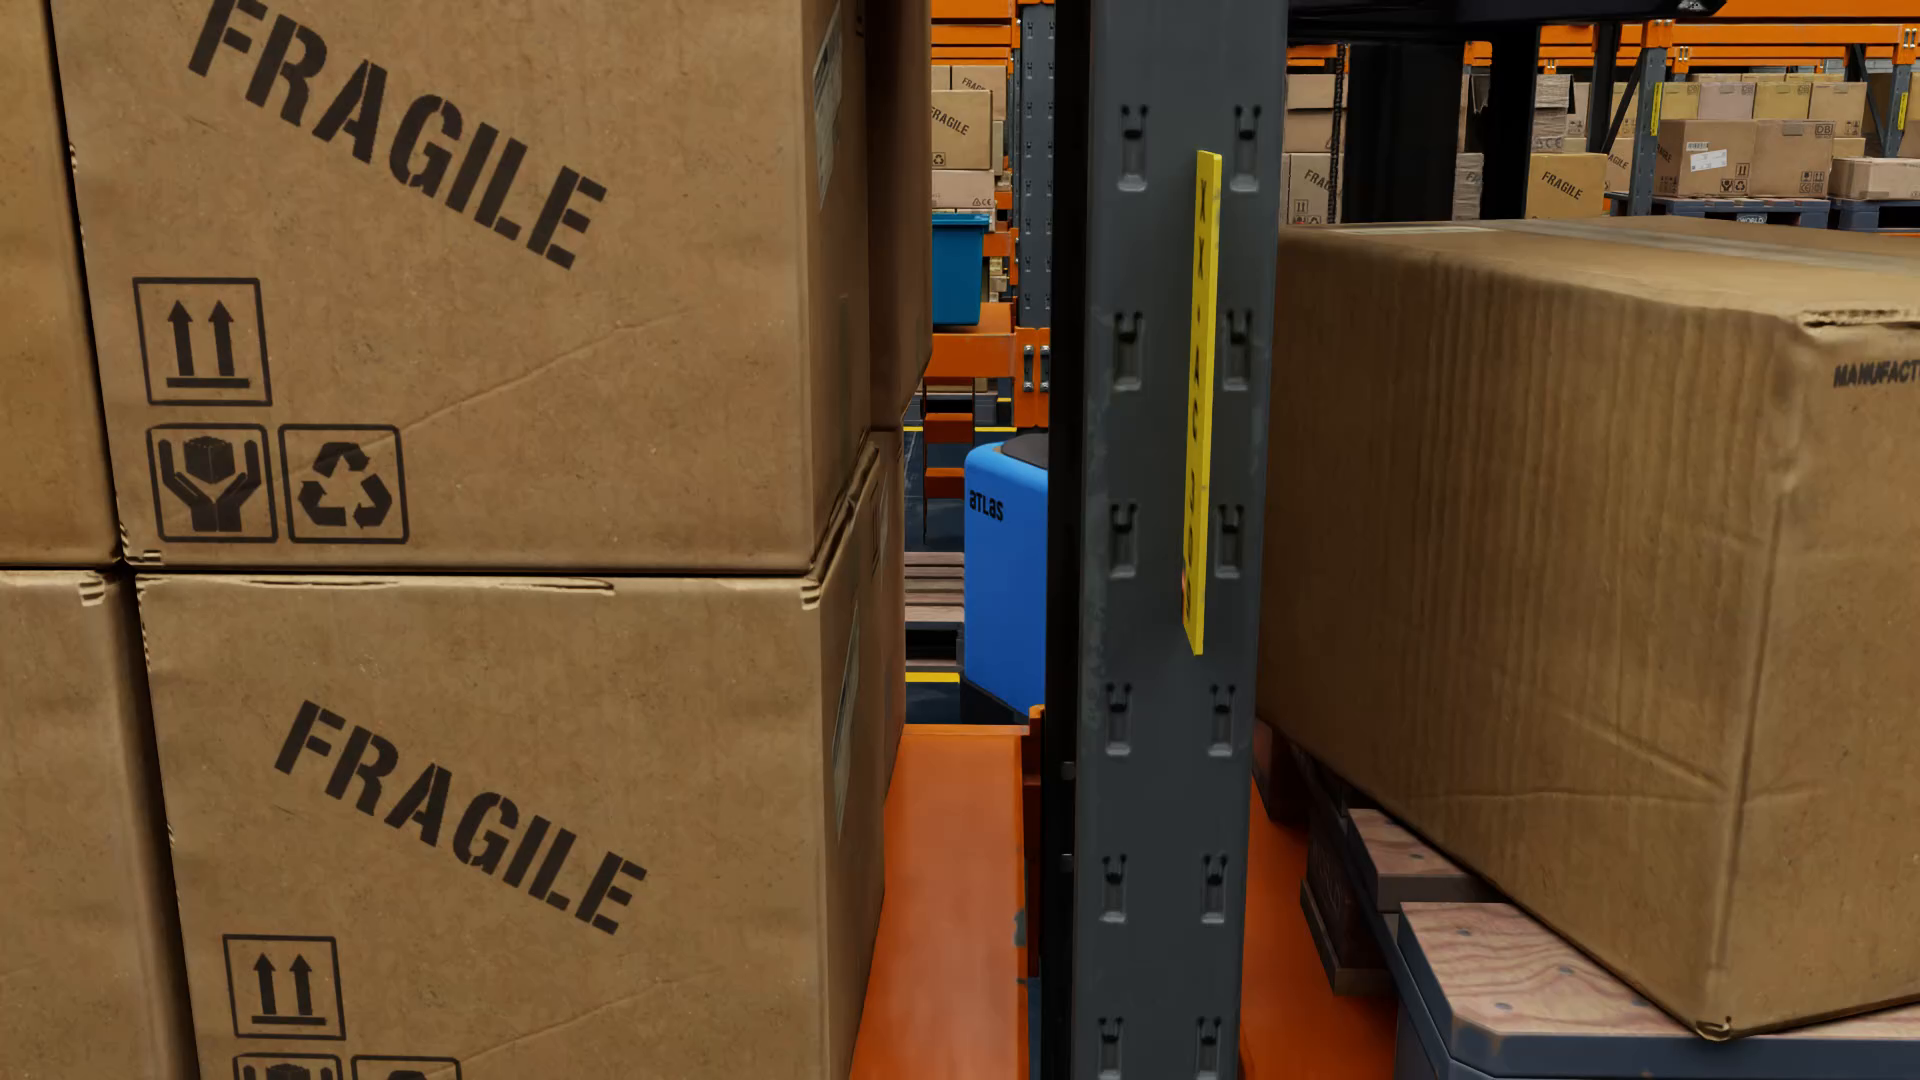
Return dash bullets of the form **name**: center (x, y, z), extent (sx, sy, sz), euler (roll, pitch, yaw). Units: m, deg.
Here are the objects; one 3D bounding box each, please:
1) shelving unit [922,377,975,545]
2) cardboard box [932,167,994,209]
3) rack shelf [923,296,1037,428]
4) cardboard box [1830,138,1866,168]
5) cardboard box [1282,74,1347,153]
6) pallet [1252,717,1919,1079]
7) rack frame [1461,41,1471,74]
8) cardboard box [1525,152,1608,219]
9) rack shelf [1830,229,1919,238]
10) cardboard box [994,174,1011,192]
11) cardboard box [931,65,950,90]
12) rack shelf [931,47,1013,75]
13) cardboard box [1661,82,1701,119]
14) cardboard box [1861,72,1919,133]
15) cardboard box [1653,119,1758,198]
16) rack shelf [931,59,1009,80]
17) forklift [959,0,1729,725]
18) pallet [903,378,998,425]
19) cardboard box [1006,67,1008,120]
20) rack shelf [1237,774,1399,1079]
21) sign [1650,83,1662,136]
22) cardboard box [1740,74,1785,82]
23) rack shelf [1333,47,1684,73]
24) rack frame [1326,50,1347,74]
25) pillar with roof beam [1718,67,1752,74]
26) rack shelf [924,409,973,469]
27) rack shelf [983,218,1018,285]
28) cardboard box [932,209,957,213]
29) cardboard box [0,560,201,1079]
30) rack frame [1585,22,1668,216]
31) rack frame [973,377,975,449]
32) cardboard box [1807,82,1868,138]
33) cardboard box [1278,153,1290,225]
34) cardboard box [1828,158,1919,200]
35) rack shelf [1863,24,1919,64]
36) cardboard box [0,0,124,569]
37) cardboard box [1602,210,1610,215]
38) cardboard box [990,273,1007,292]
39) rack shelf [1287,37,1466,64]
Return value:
- **shelving unit**: center (-0.054, -0.508, 8.207), extent (0.252, 1.050, 0.215), euler (0, 15, 1)
- **cardboard box**: center (-0.026, -2.345, 11.059), extent (0.500, 0.250, 0.500), euler (0, 15, 0)
- **rack shelf**: center (-1.703, -0.740, 6.674), extent (4.000, 0.370, 1.077), euler (0, 15, 1)
- **cardboard box**: center (8.119, -3.533, 15.656), extent (0.500, 0.500, 0.500), euler (0, 15, 1)
- **cardboard box**: center (2.369, -2.861, 11.143), extent (0.637, 0.503, 0.797), euler (1, 15, 3)
- **pallet**: center (0.962, 0.315, 1.644), extent (1.213, 0.211, 1.003), euler (0, 15, 1)
- **rack frame**: center (4.649, -3.576, 16.013), extent (0.127, 3.000, 1.000), euler (0, 15, 1)
- **cardboard box**: center (3.922, -2.300, 10.981), extent (0.500, 0.500, 0.500), euler (1, 15, 3)
- **rack shelf**: center (6.421, -1.951, 11.264), extent (4.000, 0.370, 1.077), euler (0, 15, 1)
- **cardboard box**: center (0.359, -3.423, 15.925), extent (0.250, 0.149, 0.380), euler (0, 15, 1)
- **cardboard box**: center (-0.343, -4.214, 15.691), extent (0.500, 0.500, 0.500), euler (0, 15, 0)
- **rack shelf**: center (-1.324, -5.980, 20.658), extent (4.000, 0.370, 1.077), euler (0, 15, 1)
- **cardboard box**: center (6.627, -4.093, 15.818), extent (0.500, 0.500, 0.700), euler (0, 15, 1)
- **cardboard box**: center (9.016, -4.133, 15.715), extent (0.550, 0.550, 0.875), euler (0, 15, 1)
- **cardboard box**: center (4.962, -2.570, 11.180), extent (0.500, 0.500, 0.500), euler (-1, 15, -5)
- **rack shelf**: center (-1.201, -7.246, 25.456), extent (4.000, 0.370, 1.077), euler (0, 15, 1)
- **forklift**: center (1.142, -0.410, 4.147), extent (1.130, 2.935, 3.031), euler (-8, 17, -27)
- **pallet**: center (-0.336, -1.014, 11.770), extent (1.213, 0.211, 1.003), euler (0, 15, 1)
- **cardboard box**: center (0.205, -4.343, 16.180), extent (0.500, 0.500, 0.500), euler (1, 15, 3)
- **rack shelf**: center (2.165, 0.550, 1.787), extent (4.000, 0.370, 1.077), euler (0, 15, 1)
- **sign**: center (4.410, -2.730, 10.537), extent (0.005, 0.325, 0.100), euler (0, 15, 1)
- **cardboard box**: center (9.617, -5.421, 20.269), extent (0.500, 0.500, 0.700), euler (0, 15, 2)
- **rack shelf**: center (6.674, -5.928, 20.460), extent (4.000, 0.370, 1.077), euler (0, 15, 1)
- **rack frame**: center (4.674, -4.839, 20.800), extent (0.127, 3.000, 1.000), euler (0, 15, 1)
- **pillar with roof beam**: center (12.012, -8.090, 21.363), extent (0.400, 9.000, 9.100), euler (0, 15, 1)
- **rack shelf**: center (-0.054, -0.498, 8.210), extent (0.240, 0.259, 0.215), euler (0, 15, 1)
- **rack shelf**: center (-1.577, -2.003, 11.461), extent (4.000, 0.370, 1.077), euler (0, 15, 1)
- **cardboard box**: center (-0.148, -2.136, 11.049), extent (0.250, 0.149, 0.380), euler (1, 15, 3)
- **cardboard box**: center (-0.856, 0.200, 1.508), extent (0.500, 0.500, 0.500), euler (1, 15, 3)
- **rack frame**: center (4.421, -2.312, 11.221), extent (0.127, 3.000, 1.000), euler (0, 15, 1)
- **rack frame**: center (0.068, -0.507, 8.204), extent (0.008, 1.050, 0.200), euler (0, 15, 1)
- **cardboard box**: center (8.151, -4.083, 15.781), extent (0.500, 0.500, 0.700), euler (0, 15, 0)
- **cardboard box**: center (1.879, -2.313, 11.030), extent (0.500, 0.500, 0.500), euler (0, 15, 0)
- **cardboard box**: center (6.091, -2.372, 10.923), extent (0.500, 0.250, 0.500), euler (0, 15, 0)
- **rack shelf**: center (10.647, -4.639, 15.574), extent (4.000, 0.370, 1.077), euler (0, 15, 1)
- **cardboard box**: center (-0.859, -0.283, 1.377), extent (0.500, 0.500, 0.500), euler (0, 15, 0)
- **cardboard box**: center (9.775, -5.109, 25.412), extent (0.500, 0.250, 0.500), euler (0, 15, 1)
- **cardboard box**: center (0.327, -2.491, 16.085), extent (0.250, 0.149, 0.380), euler (1, 15, 3)
- **rack shelf**: center (2.650, -4.691, 15.772), extent (4.000, 0.370, 1.077), euler (0, 15, 1)
